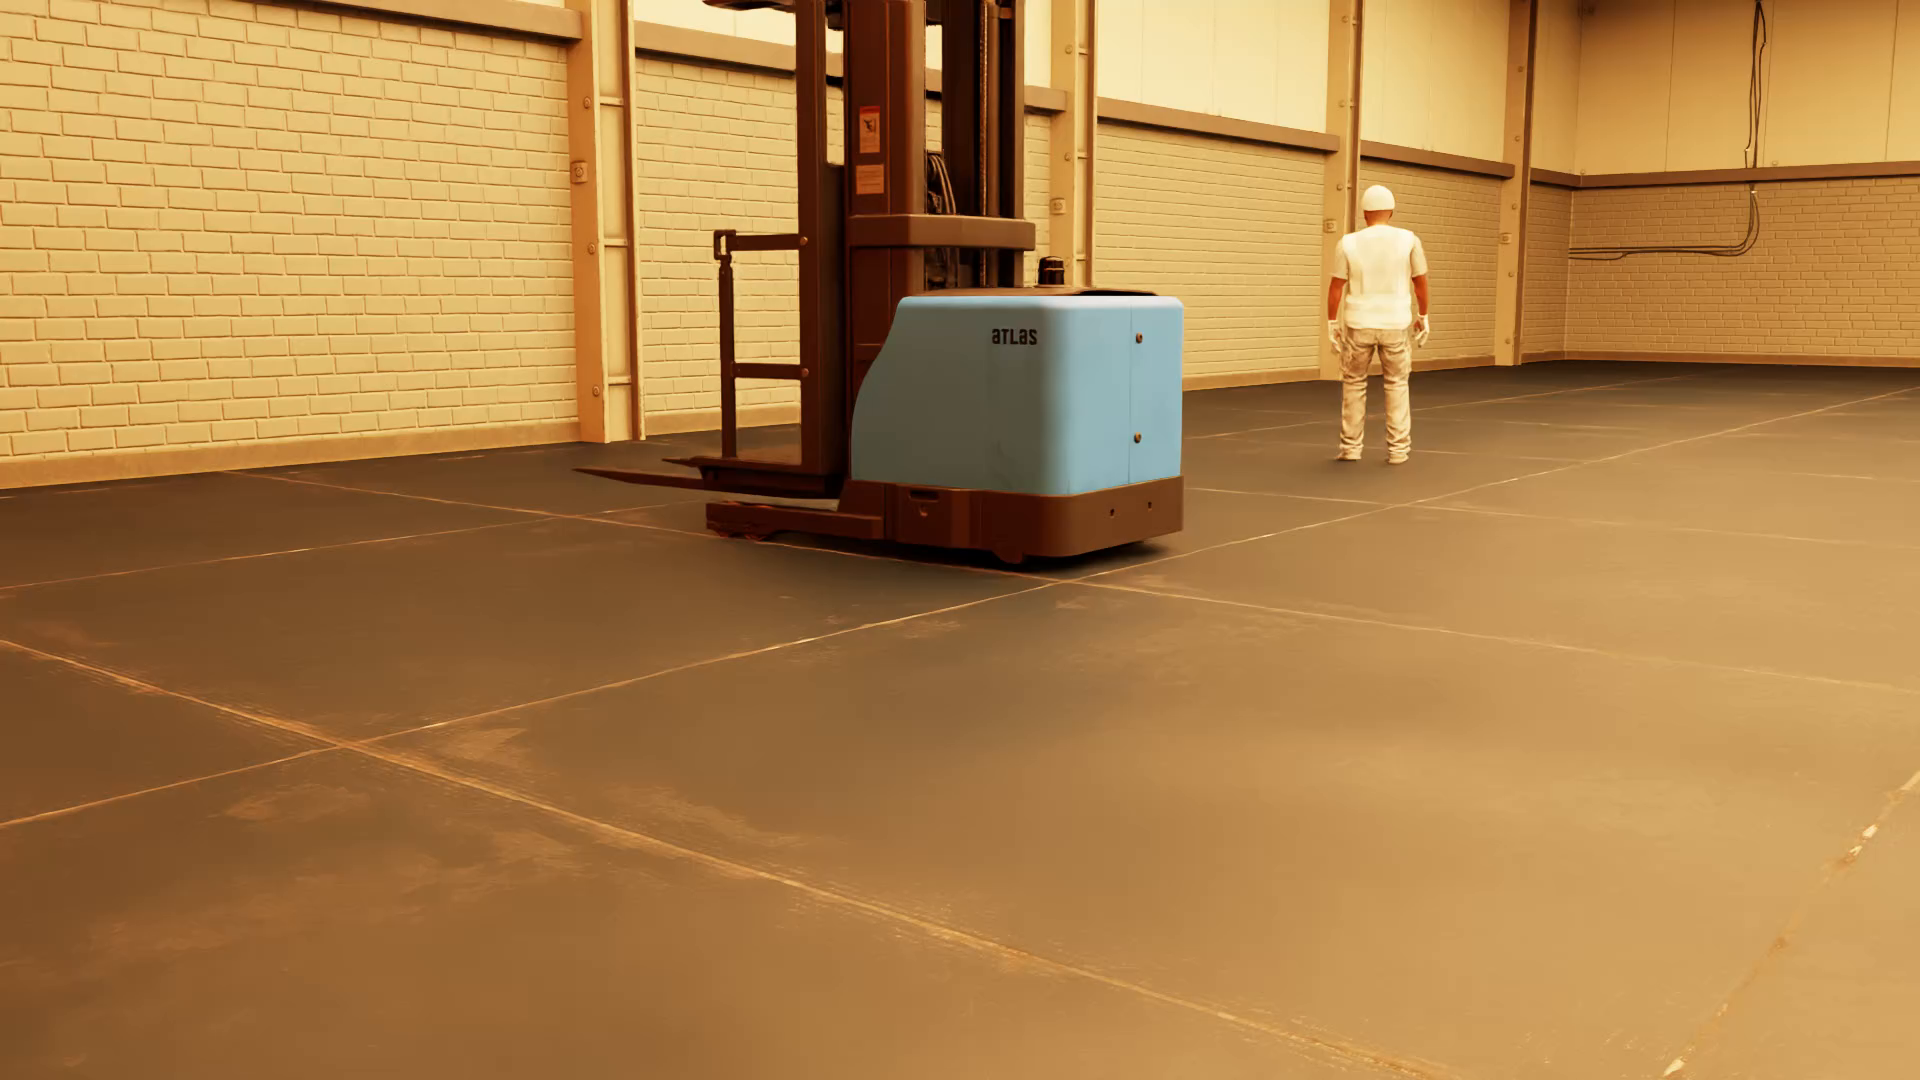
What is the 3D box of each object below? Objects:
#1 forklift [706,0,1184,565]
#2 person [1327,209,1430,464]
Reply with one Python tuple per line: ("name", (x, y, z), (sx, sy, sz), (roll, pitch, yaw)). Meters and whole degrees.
("forklift", (-0.525, -1.497, 7.510), (3.031, 2.935, 1.130), (6, 10, 36))
("person", (2.715, -1.368, 10.814), (0.648, 1.767, 0.507), (2, 9, 12))
